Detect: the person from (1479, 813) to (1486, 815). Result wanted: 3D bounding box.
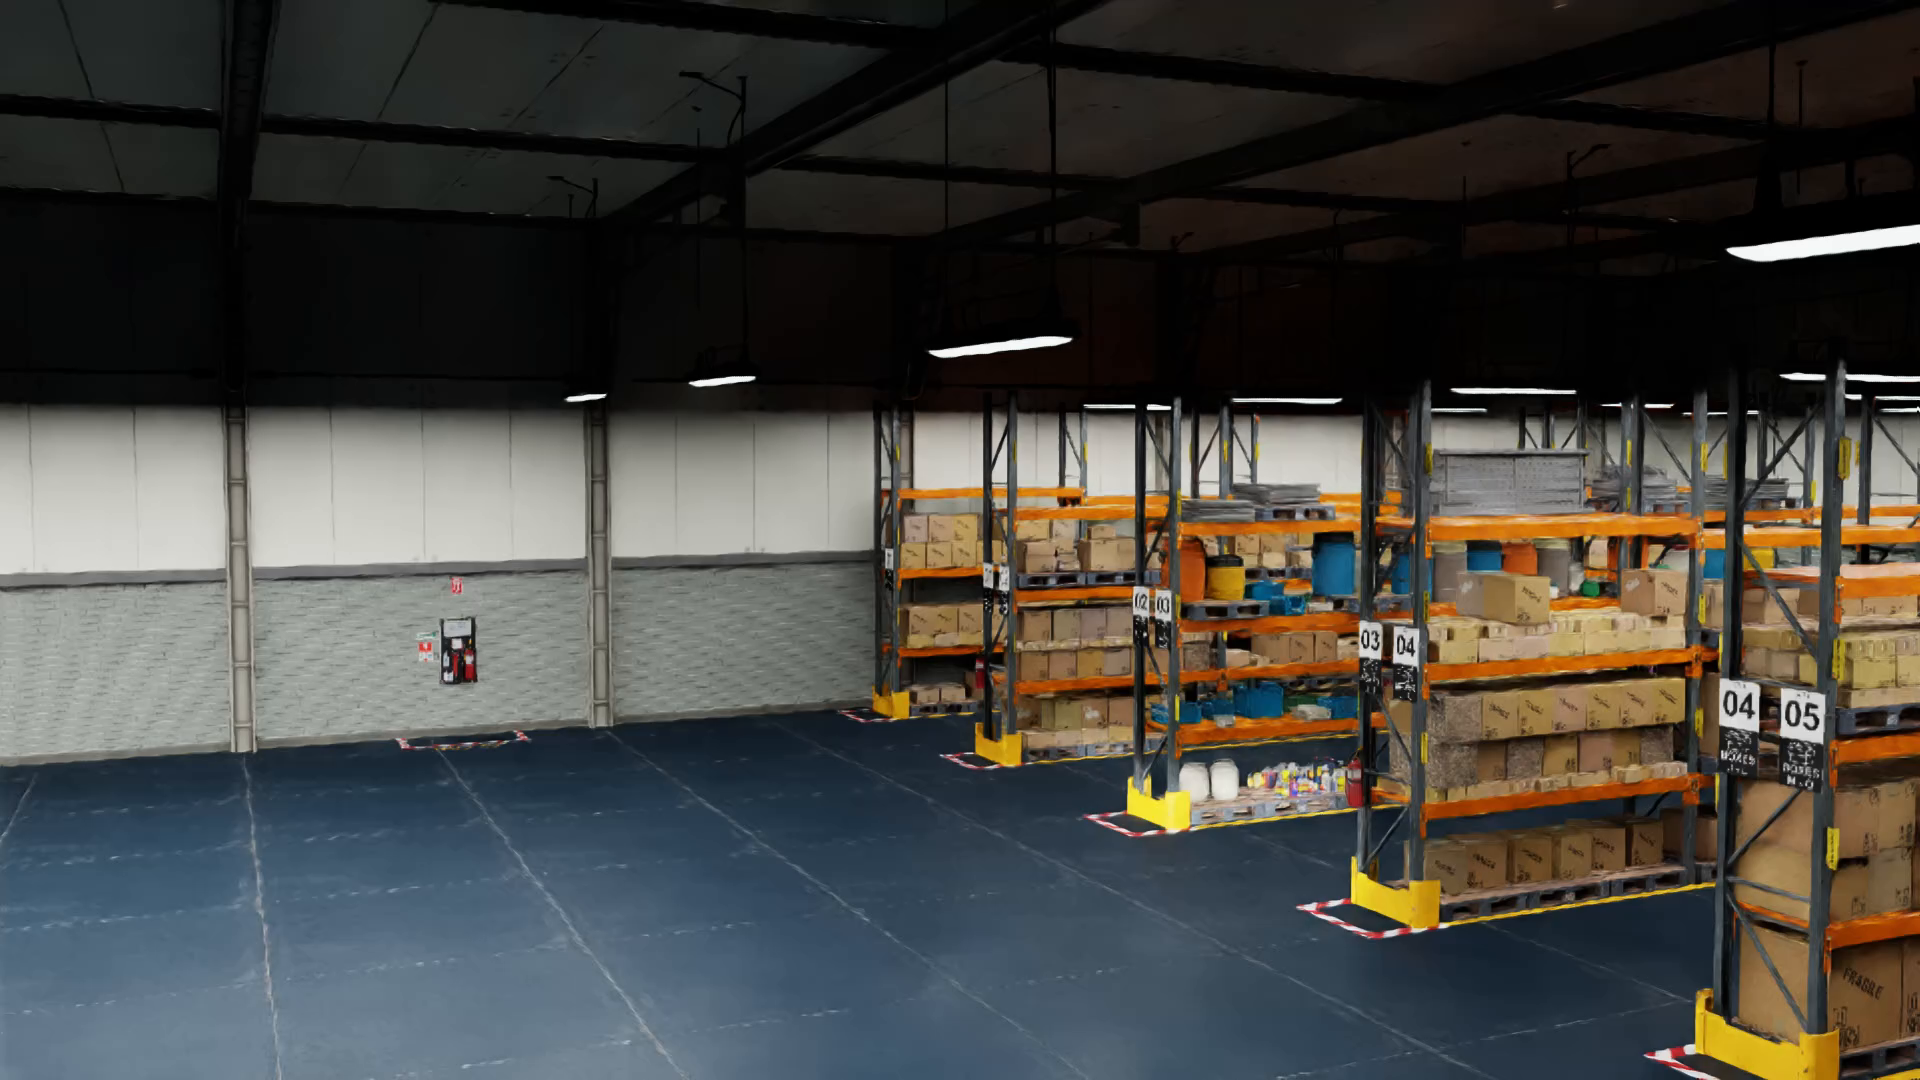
[{"bbox_3d":[7.332,2.989,23.311,0.718,1.624,0.585,-3,5,-43],"label":"person"}]
